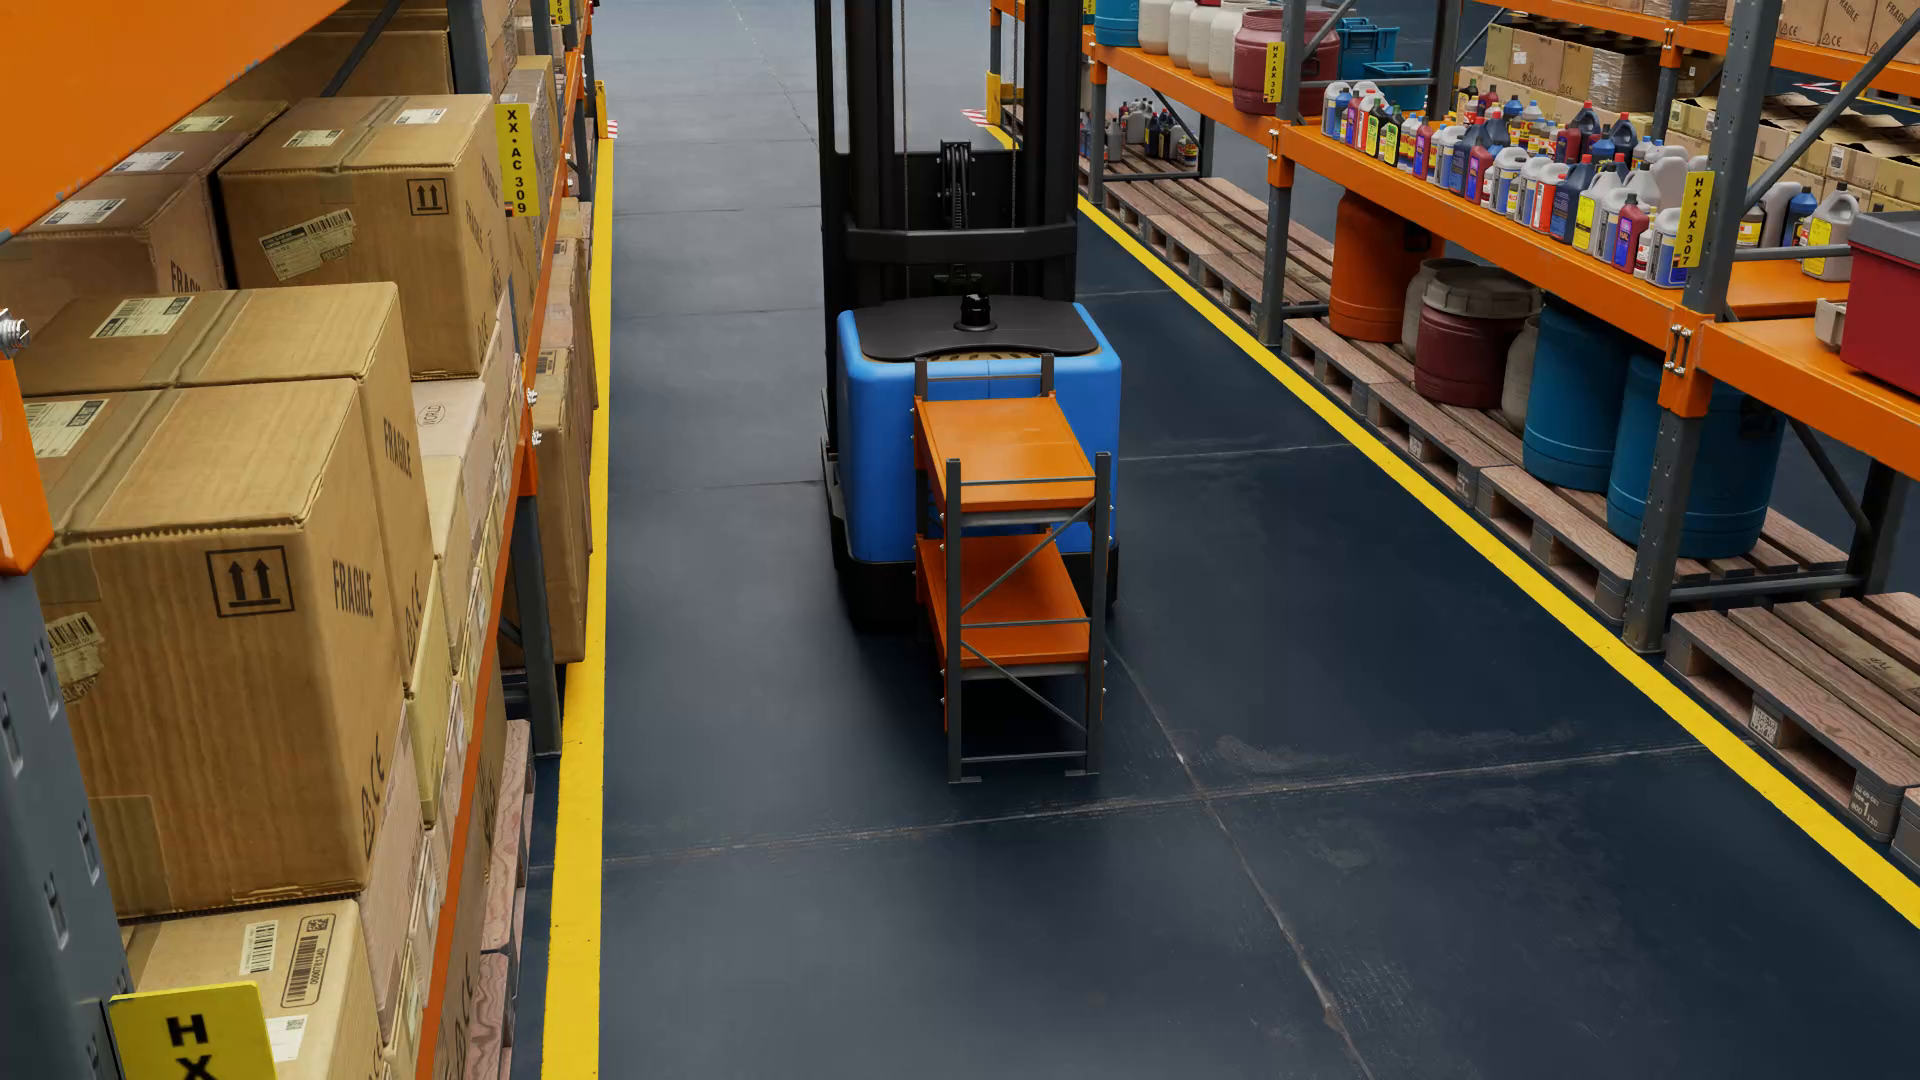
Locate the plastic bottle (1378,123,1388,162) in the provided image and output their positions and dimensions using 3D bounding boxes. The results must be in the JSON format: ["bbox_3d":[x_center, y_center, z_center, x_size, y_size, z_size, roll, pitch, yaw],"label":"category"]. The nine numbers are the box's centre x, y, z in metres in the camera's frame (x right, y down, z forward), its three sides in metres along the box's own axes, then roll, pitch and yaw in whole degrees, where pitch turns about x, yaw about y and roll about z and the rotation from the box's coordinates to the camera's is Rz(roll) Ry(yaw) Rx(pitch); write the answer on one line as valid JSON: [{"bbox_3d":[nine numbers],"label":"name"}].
[{"bbox_3d":[2.156,-2.005,8.342,0.097,0.201,0.097,0,24,0],"label":"plastic bottle"}]

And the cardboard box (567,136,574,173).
[{"bbox_3d":[-3.466,-3.211,13.453,0.500,0.500,0.500,3,24,7],"label":"cardboard box"}]

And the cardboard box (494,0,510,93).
[{"bbox_3d":[-2.342,-2.166,7.084,0.797,0.503,0.637,-4,24,-9],"label":"cardboard box"}]

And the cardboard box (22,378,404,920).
[{"bbox_3d":[-1.015,0.124,2.097,0.500,0.500,0.500,-5,24,-11],"label":"cardboard box"}]

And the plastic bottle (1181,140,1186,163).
[{"bbox_3d":[1.902,-3.263,13.919,0.097,0.201,0.097,0,24,0],"label":"plastic bottle"}]

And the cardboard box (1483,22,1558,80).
[{"bbox_3d":[5.653,-4.936,16.779,0.500,0.500,0.500,-4,24,-10],"label":"cardboard box"}]

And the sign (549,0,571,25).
[{"bbox_3d":[-2.034,-2.779,8.418,0.100,0.325,0.005,-4,24,-10],"label":"sign"}]

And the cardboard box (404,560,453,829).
[{"bbox_3d":[-1.115,0.263,2.717,0.500,0.250,0.500,-5,24,-12],"label":"cardboard box"}]

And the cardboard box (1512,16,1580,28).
[{"bbox_3d":[6.070,-5.171,17.317,0.500,0.500,0.500,-4,24,-10],"label":"cardboard box"}]

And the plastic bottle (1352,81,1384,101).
[{"bbox_3d":[2.201,-2.333,8.998,0.152,0.276,0.135,-4,24,-10],"label":"plastic bottle"}]

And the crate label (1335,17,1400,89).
[{"bbox_3d":[2.371,-2.999,10.326,0.502,0.435,0.616,-4,24,-10],"label":"crate label"}]

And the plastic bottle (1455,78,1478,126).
[{"bbox_3d":[2.783,-2.391,9.124,0.061,0.283,0.133,-4,24,-10],"label":"plastic bottle"}]

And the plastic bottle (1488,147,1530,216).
[{"bbox_3d":[2.409,-1.560,7.228,0.152,0.276,0.135,-4,24,-10],"label":"plastic bottle"}]

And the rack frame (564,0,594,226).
[{"bbox_3d":[-3.318,-3.779,12.155,1.000,3.000,0.127,-4,24,-10],"label":"rack frame"}]

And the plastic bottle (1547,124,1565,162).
[{"bbox_3d":[2.955,-1.948,8.211,0.097,0.201,0.097,0,24,0],"label":"plastic bottle"}]

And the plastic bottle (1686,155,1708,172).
[{"bbox_3d":[3.146,-1.517,7.130,0.152,0.276,0.135,-4,24,-10],"label":"plastic bottle"}]

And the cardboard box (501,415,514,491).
[{"bbox_3d":[-1.366,-0.219,4.319,0.380,0.149,0.250,-5,24,-11],"label":"cardboard box"}]

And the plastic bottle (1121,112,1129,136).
[{"bbox_3d":[1.506,-3.776,15.095,0.097,0.201,0.097,0,24,0],"label":"plastic bottle"}]

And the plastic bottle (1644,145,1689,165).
[{"bbox_3d":[3.103,-1.608,7.339,0.152,0.276,0.135,-4,24,-10],"label":"plastic bottle"}]

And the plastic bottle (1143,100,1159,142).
[{"bbox_3d":[1.694,-3.723,14.787,0.144,0.351,0.185,-4,24,-10],"label":"plastic bottle"}]

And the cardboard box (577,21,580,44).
[{"bbox_3d":[-3.096,-3.870,12.678,0.380,0.149,0.250,-4,24,-10],"label":"cardboard box"}]

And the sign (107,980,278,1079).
[{"bbox_3d":[-0.553,0.469,1.248,0.100,0.325,0.005,-4,24,-10],"label":"sign"}]

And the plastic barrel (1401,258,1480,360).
[{"bbox_3d":[2.588,-1.218,8.875,0.421,0.512,0.421,0,24,0],"label":"plastic barrel"}]

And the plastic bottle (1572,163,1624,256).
[{"bbox_3d":[2.537,-1.314,6.572,0.144,0.351,0.185,-4,24,-10],"label":"plastic bottle"}]

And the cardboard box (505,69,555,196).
[{"bbox_3d":[-2.158,-1.879,7.680,0.500,0.500,0.500,-5,24,-10],"label":"cardboard box"}]

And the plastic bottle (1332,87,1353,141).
[{"bbox_3d":[2.046,-2.272,8.864,0.097,0.271,0.097,0,24,0],"label":"plastic bottle"}]

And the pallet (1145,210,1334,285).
[{"bbox_3d":[1.961,-2.081,11.751,1.003,0.211,1.213,-4,24,-10],"label":"pallet"}]

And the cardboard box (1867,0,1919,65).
[{"bbox_3d":[6.831,-3.642,11.717,0.500,0.500,0.500,-6,24,-13],"label":"cardboard box"}]

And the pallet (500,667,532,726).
[{"bbox_3d":[-2.056,0.347,6.191,1.003,0.211,1.213,-4,24,-10],"label":"pallet"}]

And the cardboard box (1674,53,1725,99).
[{"bbox_3d":[6.640,-3.993,14.618,0.500,0.500,0.500,-4,24,-10],"label":"cardboard box"}]

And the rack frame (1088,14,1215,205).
[{"bbox_3d":[1.549,-4.146,12.995,1.000,3.000,0.127,-4,24,-10],"label":"rack frame"}]

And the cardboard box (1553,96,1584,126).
[{"bbox_3d":[5.928,-4.003,15.577,0.500,0.250,0.500,-4,24,-10],"label":"cardboard box"}]

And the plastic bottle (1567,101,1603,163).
[{"bbox_3d":[2.983,-1.907,7.930,0.144,0.351,0.185,-4,24,-10],"label":"plastic bottle"}]

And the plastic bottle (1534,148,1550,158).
[{"bbox_3d":[2.528,-1.574,7.267,0.097,0.271,0.097,0,24,0],"label":"plastic bottle"}]

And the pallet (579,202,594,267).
[{"bbox_3d":[-3.173,-2.195,12.013,1.003,0.211,1.213,-4,24,-10],"label":"pallet"}]

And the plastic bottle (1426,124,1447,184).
[{"bbox_3d":[2.259,-1.817,7.824,0.097,0.271,0.097,0,24,0],"label":"plastic bottle"}]

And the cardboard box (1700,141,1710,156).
[{"bbox_3d":[6.342,-3.065,13.431,0.500,0.250,0.500,-4,24,-8],"label":"cardboard box"}]

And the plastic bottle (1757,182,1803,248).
[{"bbox_3d":[3.250,-1.296,6.626,0.152,0.276,0.135,-4,24,-10],"label":"plastic bottle"}]

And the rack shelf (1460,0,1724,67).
[{"bbox_3d":[6.048,-4.968,15.776,1.077,0.370,4.000,-4,24,-10],"label":"rack shelf"}]

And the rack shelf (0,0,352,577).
[{"bbox_3d":[-1.469,-0.891,2.693,1.077,0.370,4.000,-4,24,-10],"label":"rack shelf"}]

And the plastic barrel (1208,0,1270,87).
[{"bbox_3d":[1.811,-3.178,10.640,0.421,0.512,0.421,0,24,0],"label":"plastic barrel"}]

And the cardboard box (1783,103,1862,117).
[{"bbox_3d":[6.877,-3.358,13.401,0.500,0.311,0.500,-4,24,-8],"label":"cardboard box"}]

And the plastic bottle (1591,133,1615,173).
[{"bbox_3d":[2.931,-1.719,7.600,0.097,0.271,0.097,0,24,0],"label":"plastic bottle"}]

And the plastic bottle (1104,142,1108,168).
[{"bbox_3d":[1.176,-3.185,13.741,0.097,0.201,0.097,0,24,0],"label":"plastic bottle"}]

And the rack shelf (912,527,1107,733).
[{"bbox_3d":[0.148,0.287,5.799,0.538,0.278,1.000,-3,24,-6],"label":"rack shelf"}]

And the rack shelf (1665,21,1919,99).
[{"bbox_3d":[6.788,-3.395,12.173,1.077,0.370,4.000,-4,24,-10],"label":"rack shelf"}]

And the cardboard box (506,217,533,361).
[{"bbox_3d":[-1.679,-0.878,5.387,0.500,0.500,0.500,-4,24,-10],"label":"cardboard box"}]

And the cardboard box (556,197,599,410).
[{"bbox_3d":[-2.472,-1.152,8.269,1.225,0.875,0.875,-5,24,-12],"label":"cardboard box"}]

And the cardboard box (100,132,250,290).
[{"bbox_3d":[-1.918,-0.642,3.851,0.500,0.500,0.500,-4,24,-10],"label":"cardboard box"}]

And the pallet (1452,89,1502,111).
[{"bbox_3d":[5.861,-4.509,17.310,1.003,0.211,1.213,-4,24,-10],"label":"pallet"}]

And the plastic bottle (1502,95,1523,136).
[{"bbox_3d":[2.865,-2.172,8.636,0.097,0.271,0.097,0,24,0],"label":"plastic bottle"}]

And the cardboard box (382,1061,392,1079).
[{"bbox_3d":[-0.890,0.791,2.005,0.380,0.149,0.250,-5,24,-11],"label":"cardboard box"}]

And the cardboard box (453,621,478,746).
[{"bbox_3d":[-1.127,0.287,3.159,0.380,0.149,0.250,-5,24,-11],"label":"cardboard box"}]

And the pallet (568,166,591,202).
[{"bbox_3d":[-3.477,-2.763,13.312,1.003,0.211,1.213,-4,24,-10],"label":"pallet"}]

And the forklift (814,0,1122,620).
[{"bbox_3d":[-0.075,-1.591,7.231,1.130,2.935,3.031,-3,24,-6],"label":"forklift"}]

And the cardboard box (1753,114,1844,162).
[{"bbox_3d":[6.434,-3.119,12.853,0.500,0.311,0.500,-5,24,-11],"label":"cardboard box"}]

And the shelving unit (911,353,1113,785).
[{"bbox_3d":[0.148,0.063,5.701,0.538,1.125,1.048,-3,24,-6],"label":"shelving unit"}]
